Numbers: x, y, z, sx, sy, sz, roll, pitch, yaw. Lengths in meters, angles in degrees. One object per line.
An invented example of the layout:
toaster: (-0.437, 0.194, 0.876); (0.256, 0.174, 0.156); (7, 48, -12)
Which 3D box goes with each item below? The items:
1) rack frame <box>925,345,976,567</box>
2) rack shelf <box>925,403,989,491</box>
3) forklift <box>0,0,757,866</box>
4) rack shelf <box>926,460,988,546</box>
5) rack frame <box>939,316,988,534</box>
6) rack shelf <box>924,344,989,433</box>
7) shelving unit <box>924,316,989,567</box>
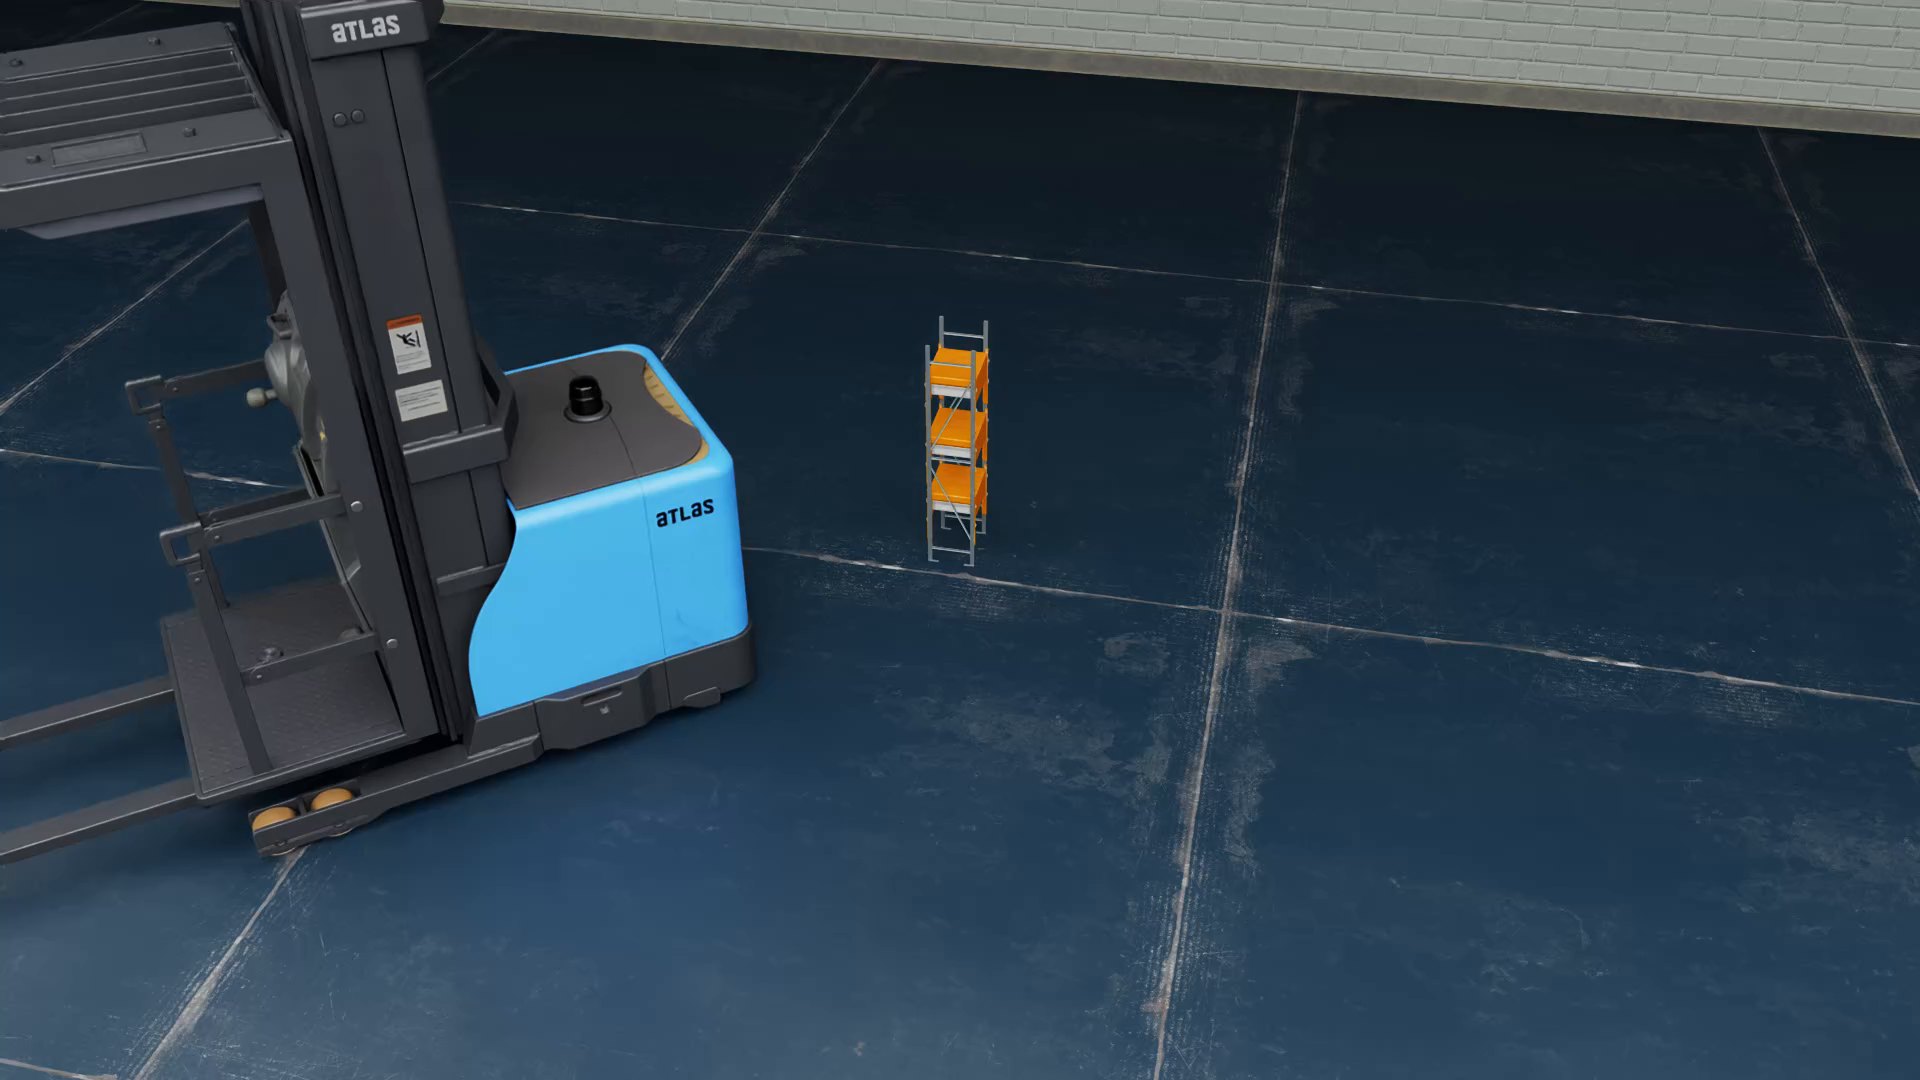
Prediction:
rack frame: (-0.038, -0.324, 6.803); (0.200, 1.050, 0.008); (7, 37, 10)
rack shelf: (-0.011, -0.386, 6.906); (0.215, 0.259, 0.240); (7, 37, 10)
forklift: (-2.334, -0.453, 5.378); (3.031, 2.935, 1.130); (-17, 39, -22)
rack shelf: (-0.011, -0.161, 7.069); (0.215, 0.259, 0.240); (7, 37, 10)
rack frame: (0.015, -0.464, 6.996); (0.200, 1.050, 0.008); (7, 37, 10)
rack shelf: (-0.011, -0.616, 6.739); (0.215, 0.259, 0.240); (7, 37, 10)
shelving unit: (-0.011, -0.394, 6.900); (0.215, 1.050, 0.252); (7, 37, 10)
